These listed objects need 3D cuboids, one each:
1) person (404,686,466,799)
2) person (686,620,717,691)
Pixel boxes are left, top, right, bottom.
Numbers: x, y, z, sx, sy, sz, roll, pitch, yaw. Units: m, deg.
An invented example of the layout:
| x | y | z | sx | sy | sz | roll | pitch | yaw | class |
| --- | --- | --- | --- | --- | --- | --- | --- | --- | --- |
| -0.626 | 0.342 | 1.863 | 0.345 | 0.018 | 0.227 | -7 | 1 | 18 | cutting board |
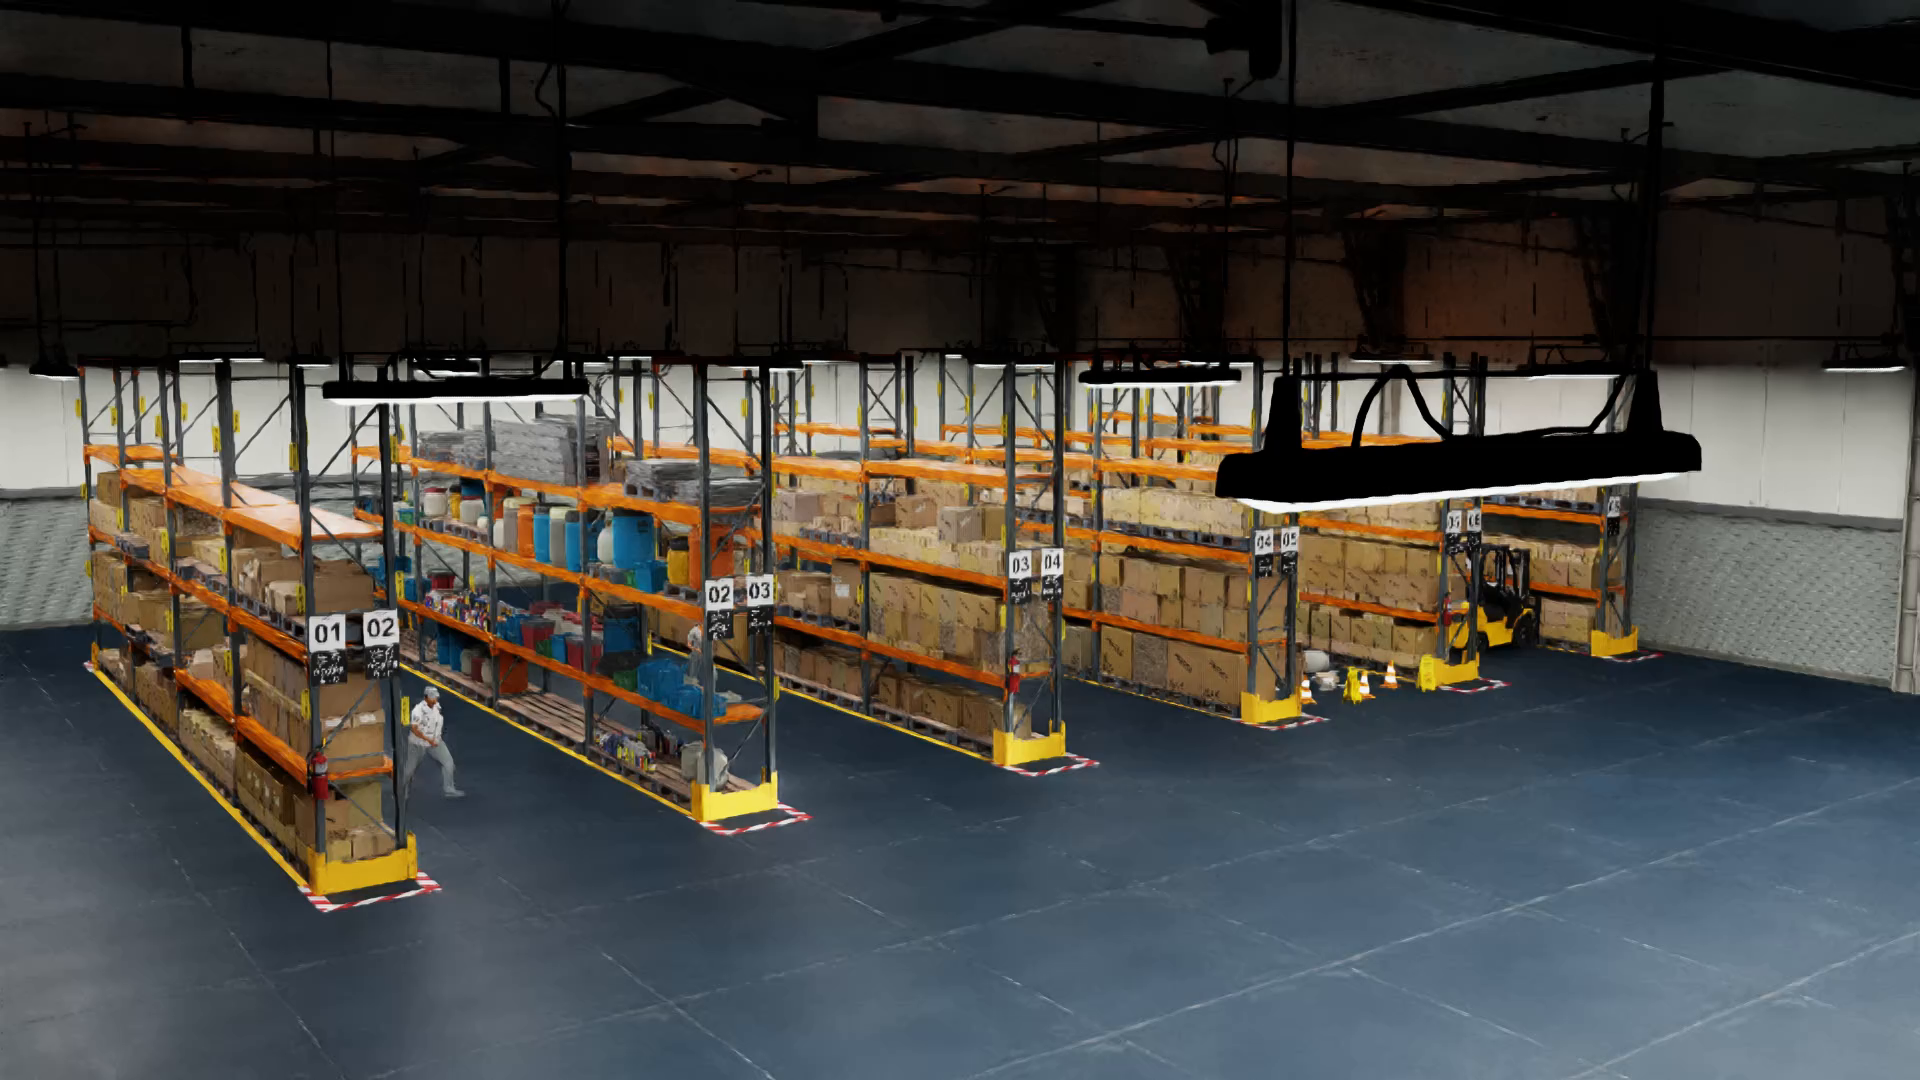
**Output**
| x | y | z | sx | sy | sz | roll | pitch | yaw | class |
| --- | --- | --- | --- | --- | --- | --- | --- | --- | --- |
| -7.321 | 2.768 | 22.857 | 0.811 | 1.596 | 0.660 | 5 | 9 | 36 | person |
| -4.502 | 2.033 | 28.924 | 0.589 | 1.600 | 0.819 | -4 | 8 | -30 | person |
